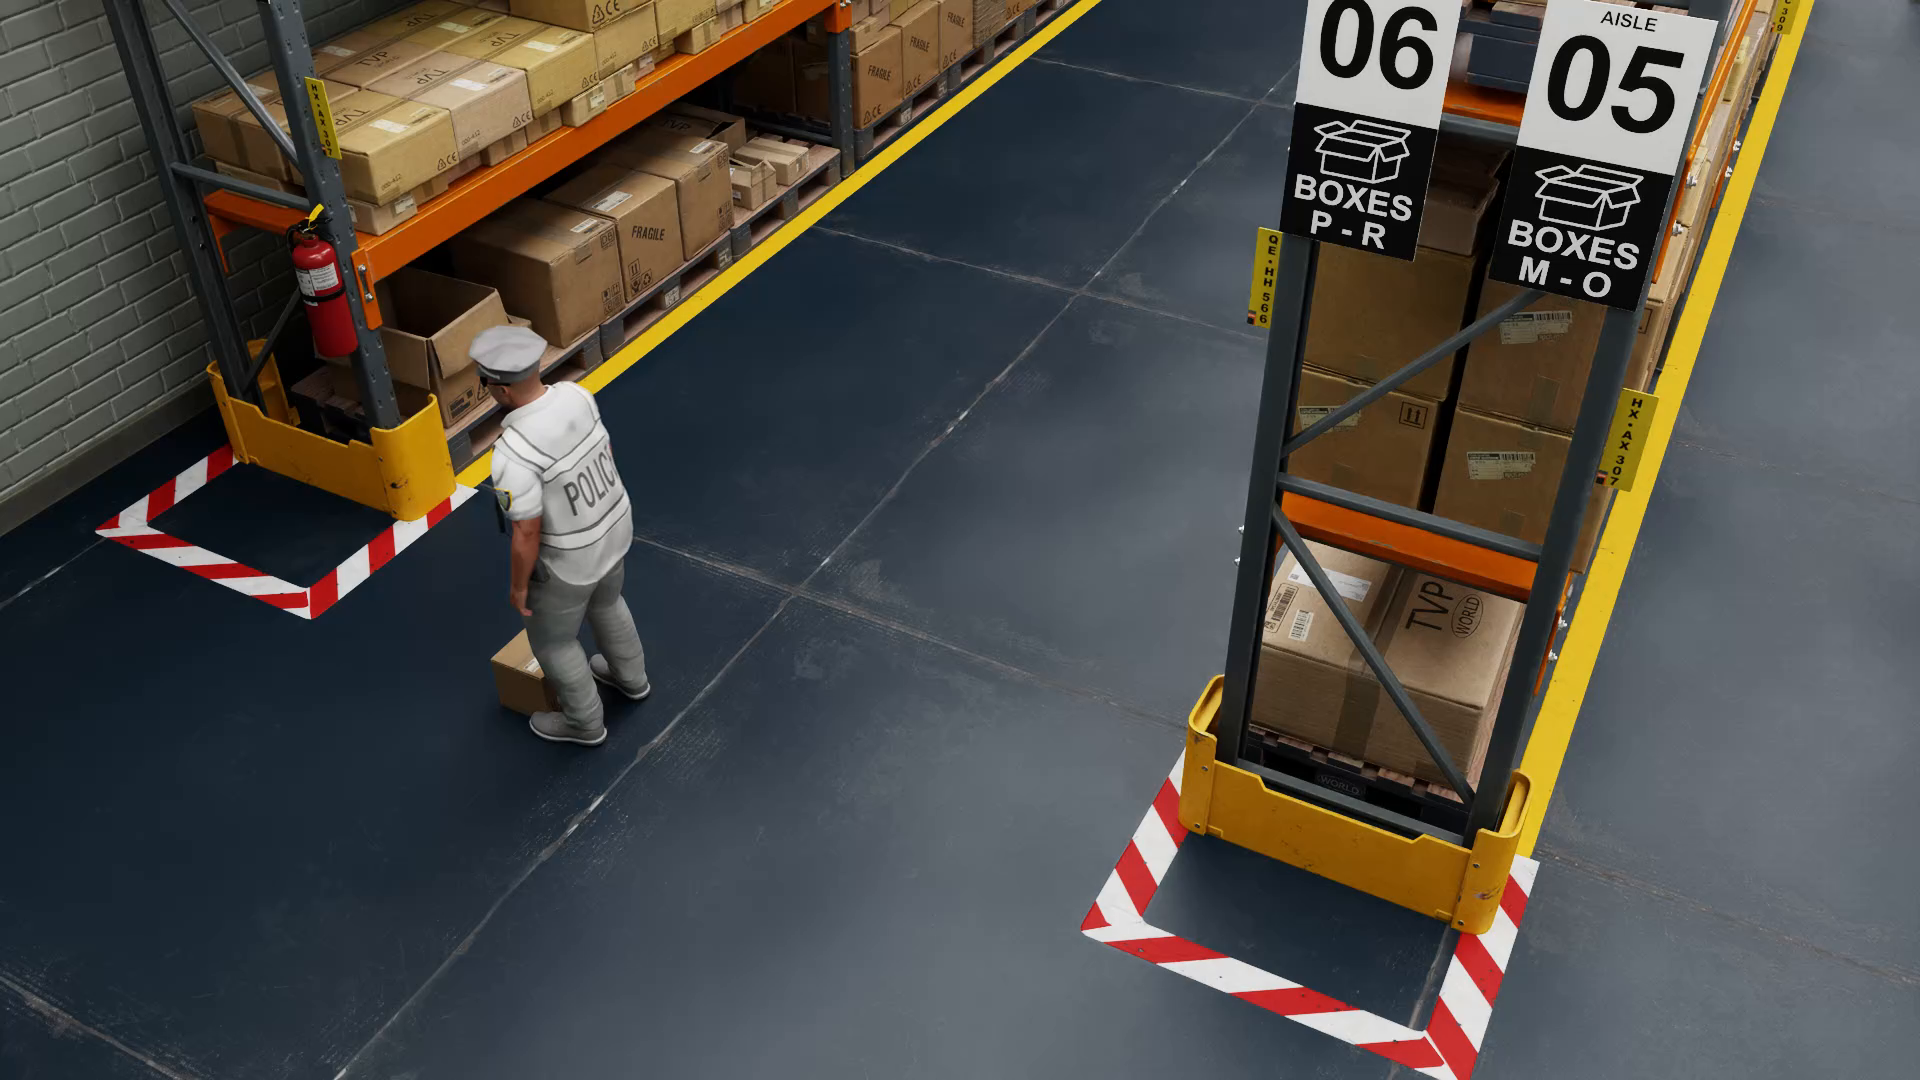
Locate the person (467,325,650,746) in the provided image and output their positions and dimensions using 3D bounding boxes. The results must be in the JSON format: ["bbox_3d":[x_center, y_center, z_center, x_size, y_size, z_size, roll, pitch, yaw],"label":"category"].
[{"bbox_3d":[-1.446,0.017,6.122,0.447,1.749,0.606,15,40,19],"label":"person"}]
